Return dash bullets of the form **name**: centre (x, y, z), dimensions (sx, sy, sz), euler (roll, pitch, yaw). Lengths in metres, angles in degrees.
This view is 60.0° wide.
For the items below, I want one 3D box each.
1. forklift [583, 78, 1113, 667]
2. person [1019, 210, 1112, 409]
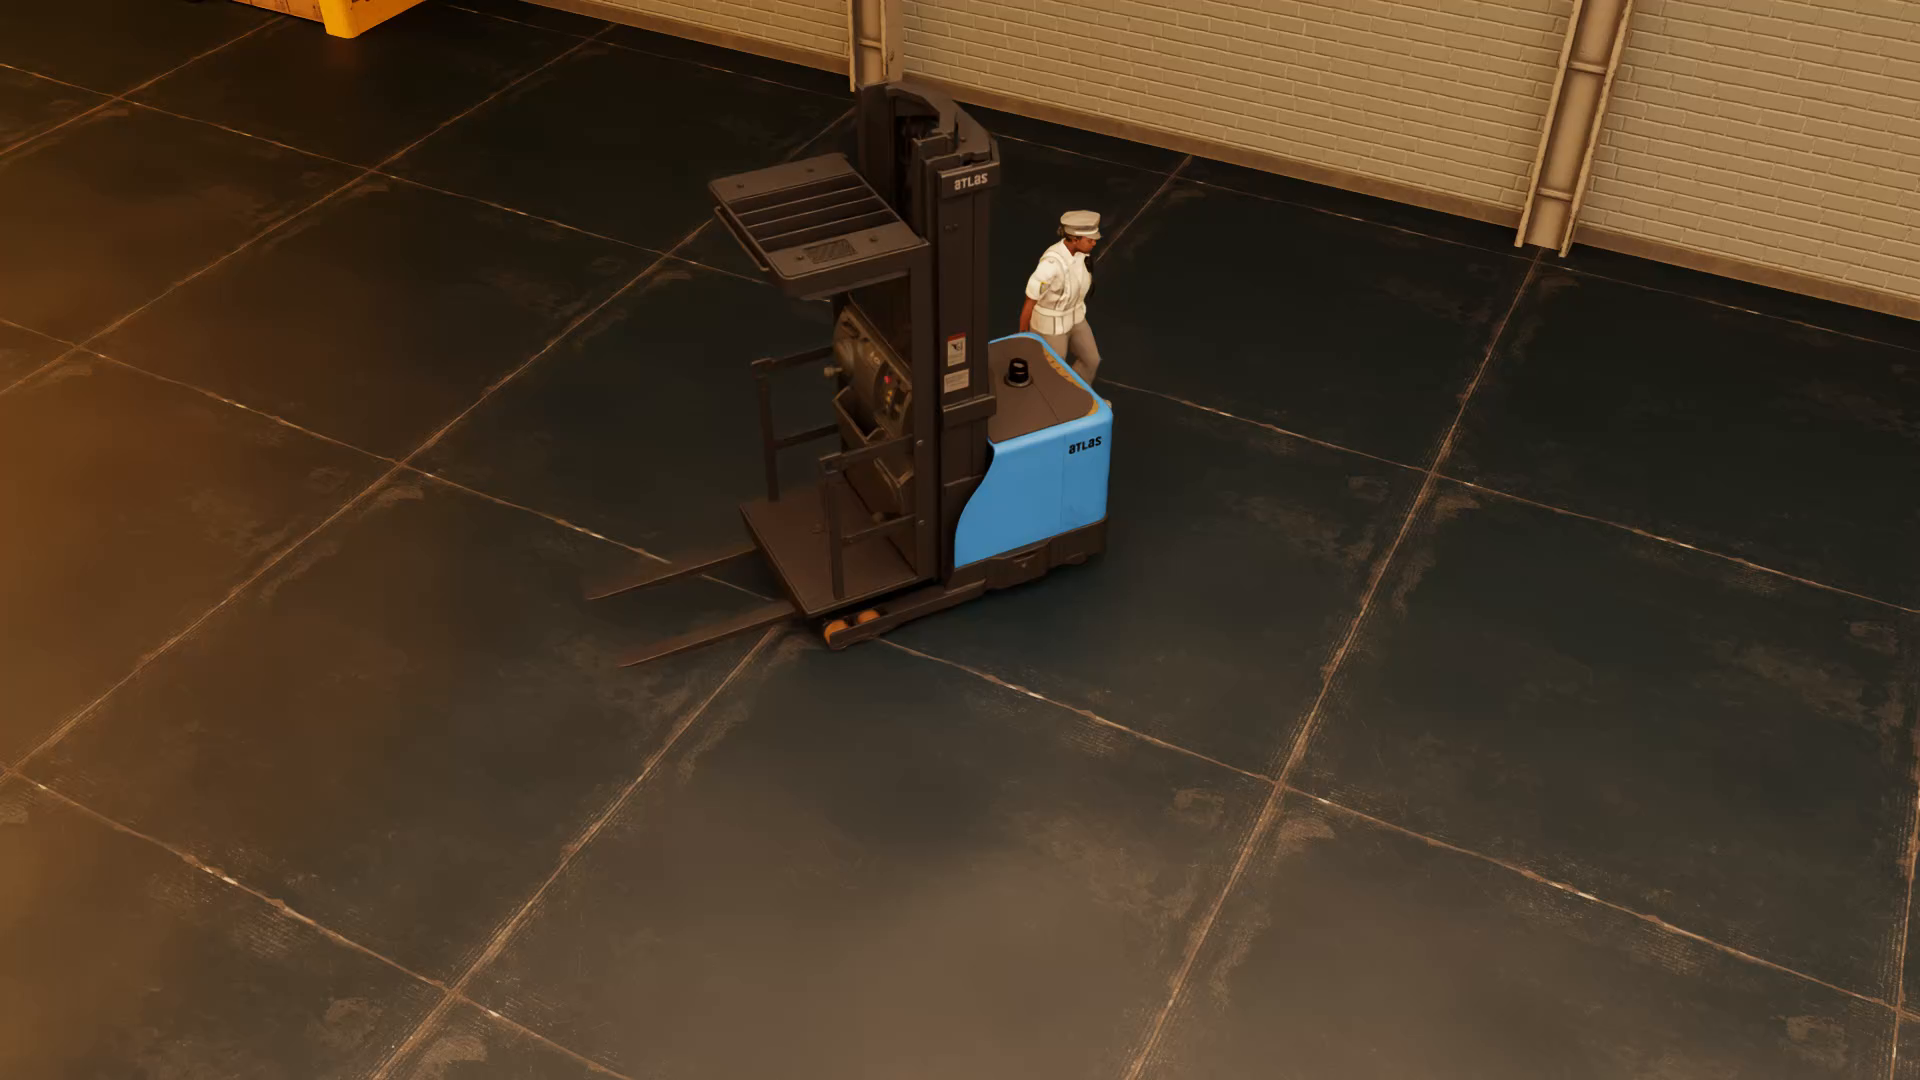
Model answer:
- **forklift**: centre (-0.663, -0.886, 9.038), dimensions (3.031, 2.935, 1.130), euler (-18, 43, -20)
- **person**: centre (0.676, -1.384, 10.652), dimensions (0.404, 1.632, 0.787), euler (27, 47, 28)
